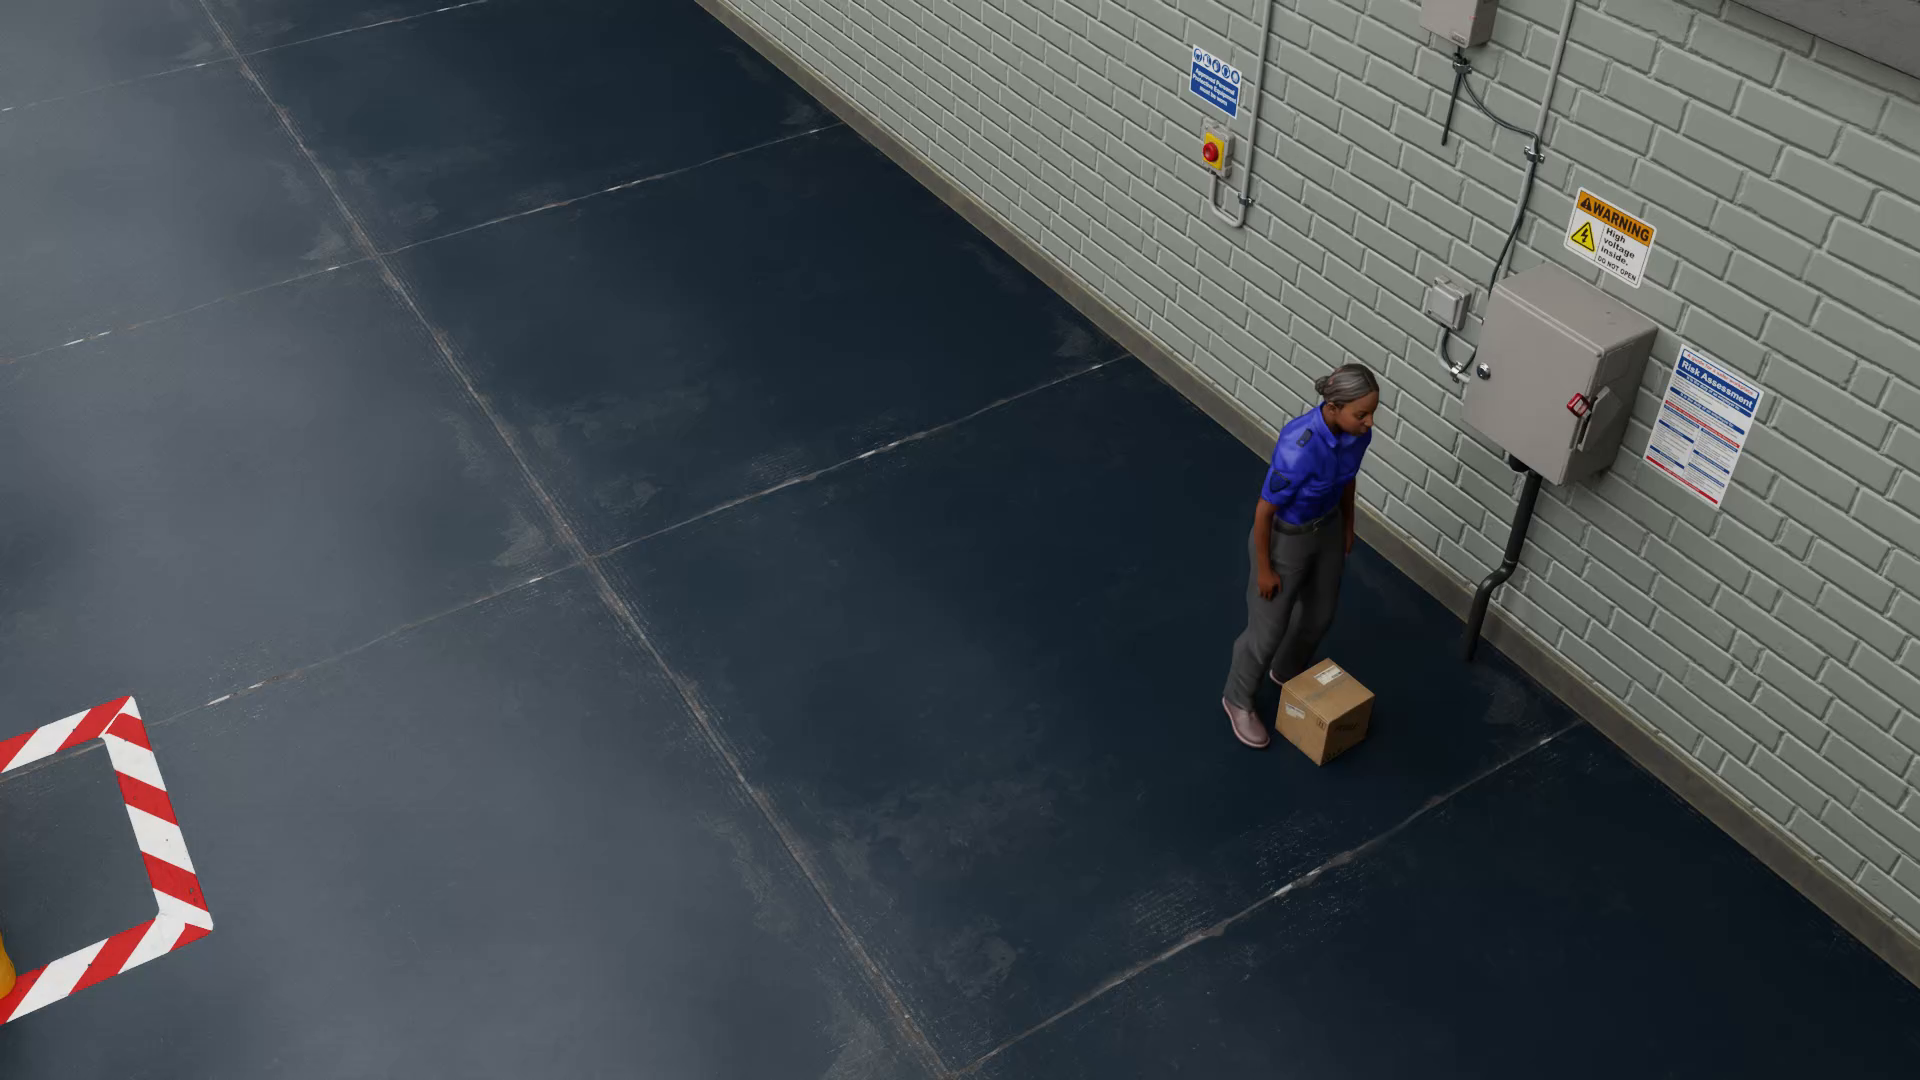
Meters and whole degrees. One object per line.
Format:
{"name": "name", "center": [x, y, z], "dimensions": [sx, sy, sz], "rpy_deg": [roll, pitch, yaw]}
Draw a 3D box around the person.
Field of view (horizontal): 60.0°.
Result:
{"name": "person", "center": [1.263, 0.025, 6.133], "dimensions": [0.527, 1.654, 0.351], "rpy_deg": [-25, 47, -26]}
